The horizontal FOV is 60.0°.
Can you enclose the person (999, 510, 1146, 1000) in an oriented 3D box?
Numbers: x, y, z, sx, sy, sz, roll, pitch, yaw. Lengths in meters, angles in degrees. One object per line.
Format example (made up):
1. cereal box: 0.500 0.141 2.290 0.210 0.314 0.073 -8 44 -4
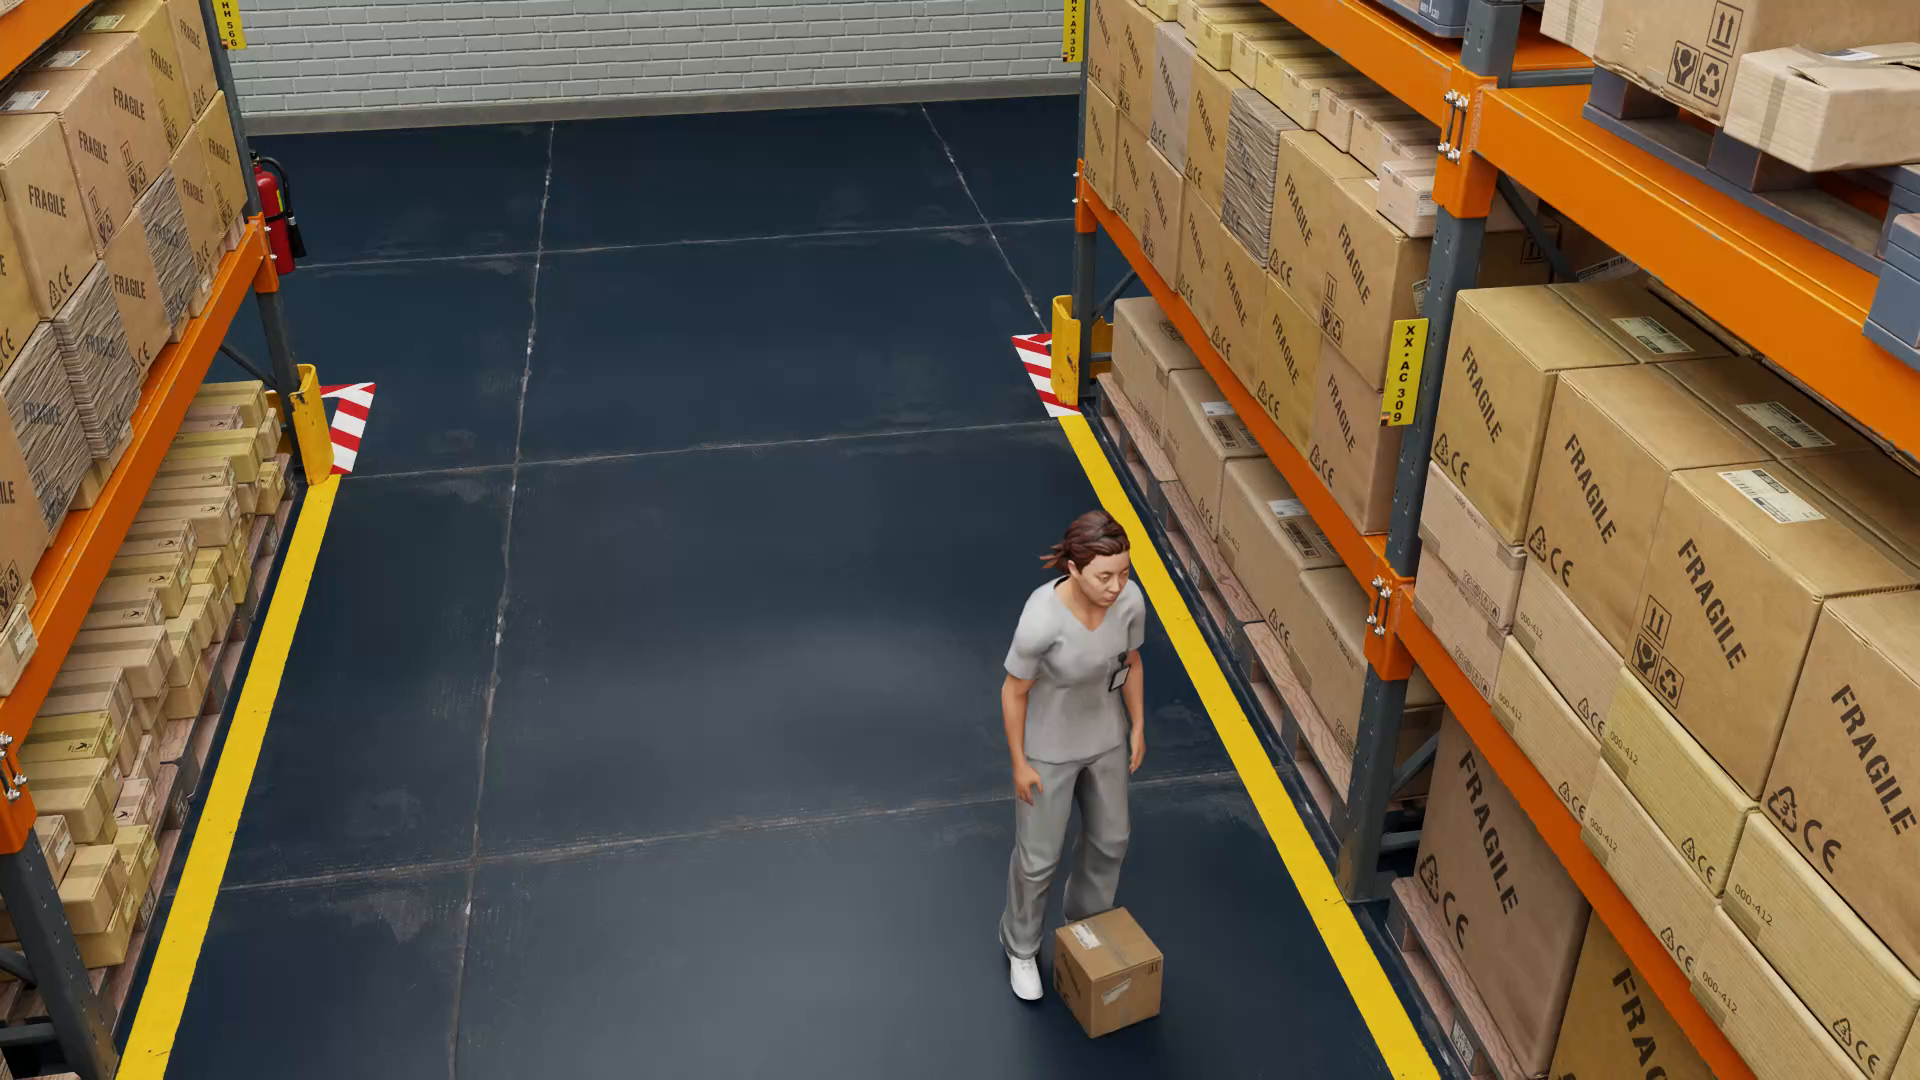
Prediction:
1. person: 0.350 0.636 5.066 0.488 1.673 0.359 -14 33 -22
